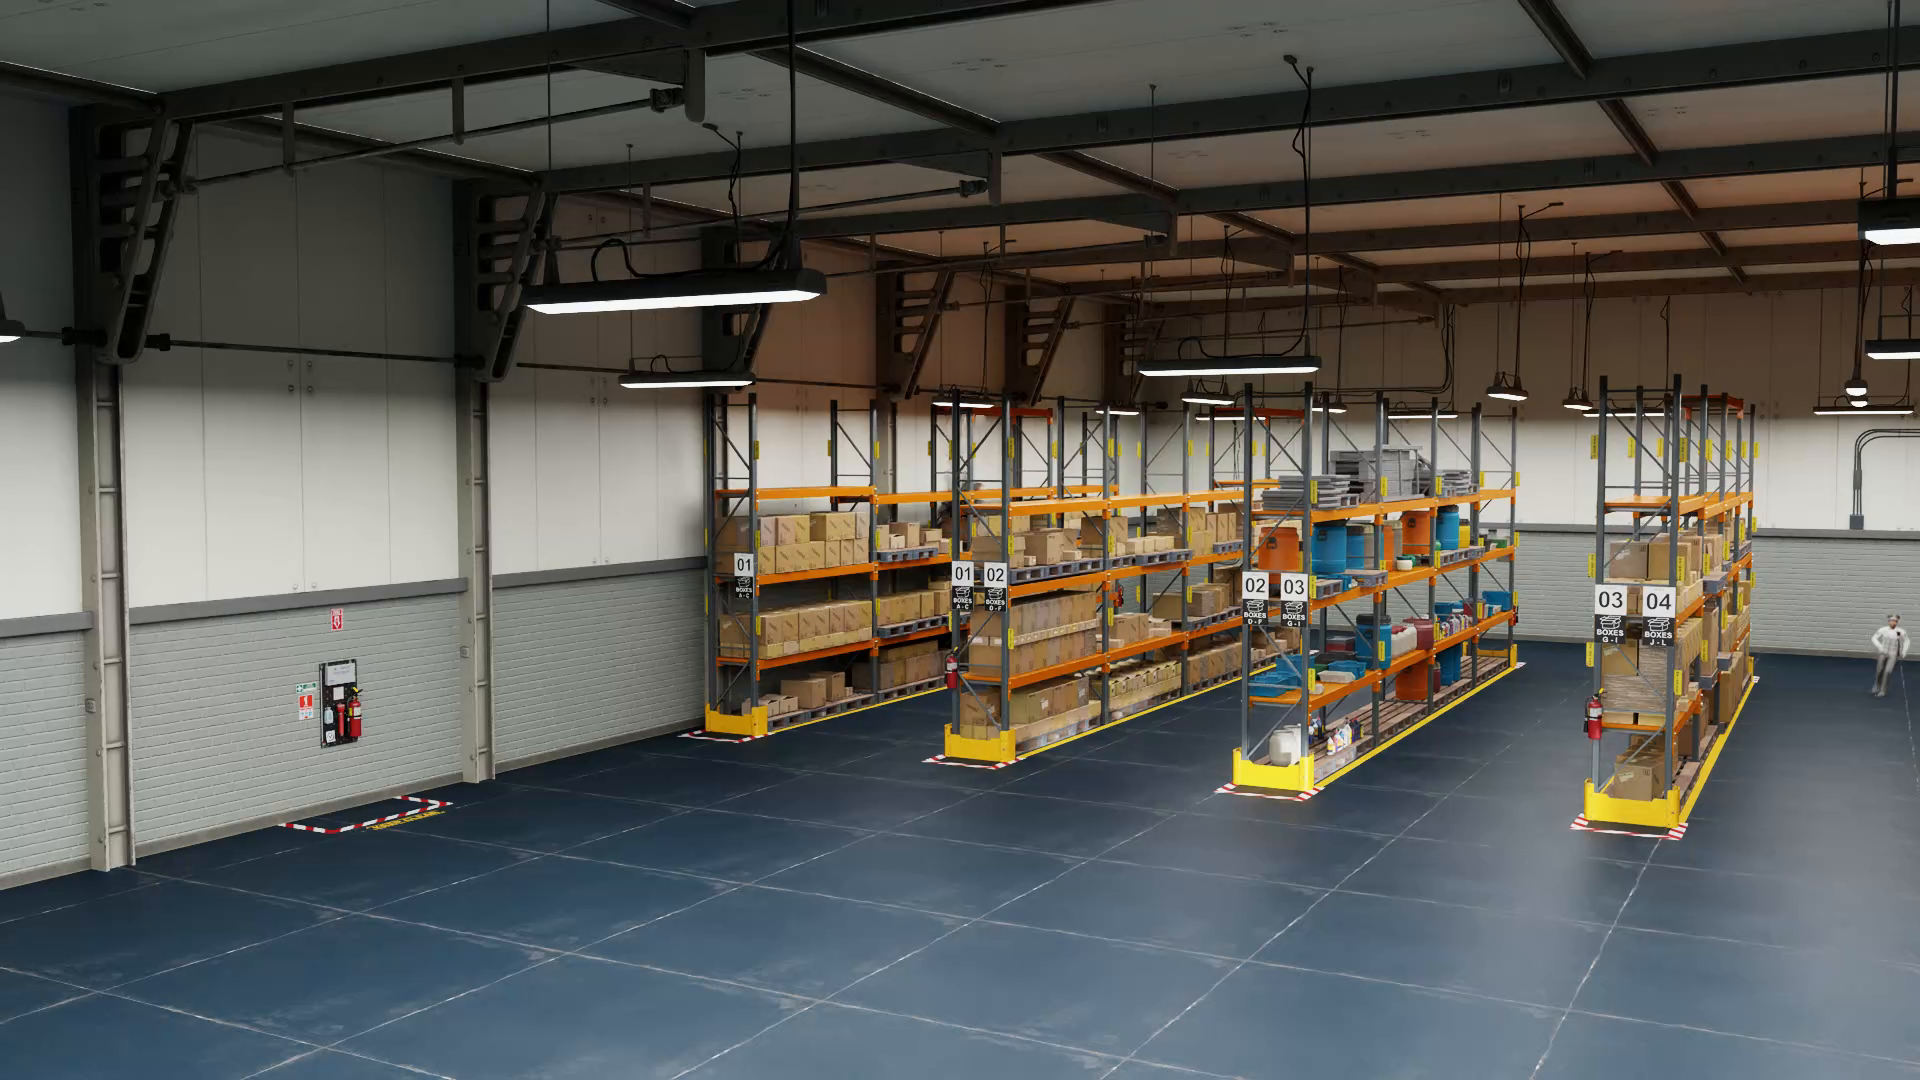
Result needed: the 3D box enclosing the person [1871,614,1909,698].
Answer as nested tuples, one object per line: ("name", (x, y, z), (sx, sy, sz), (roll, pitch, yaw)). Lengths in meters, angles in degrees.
("person", (18.884, 2.329, 33.764), (0.682, 1.659, 0.931), (2, 3, 28))
